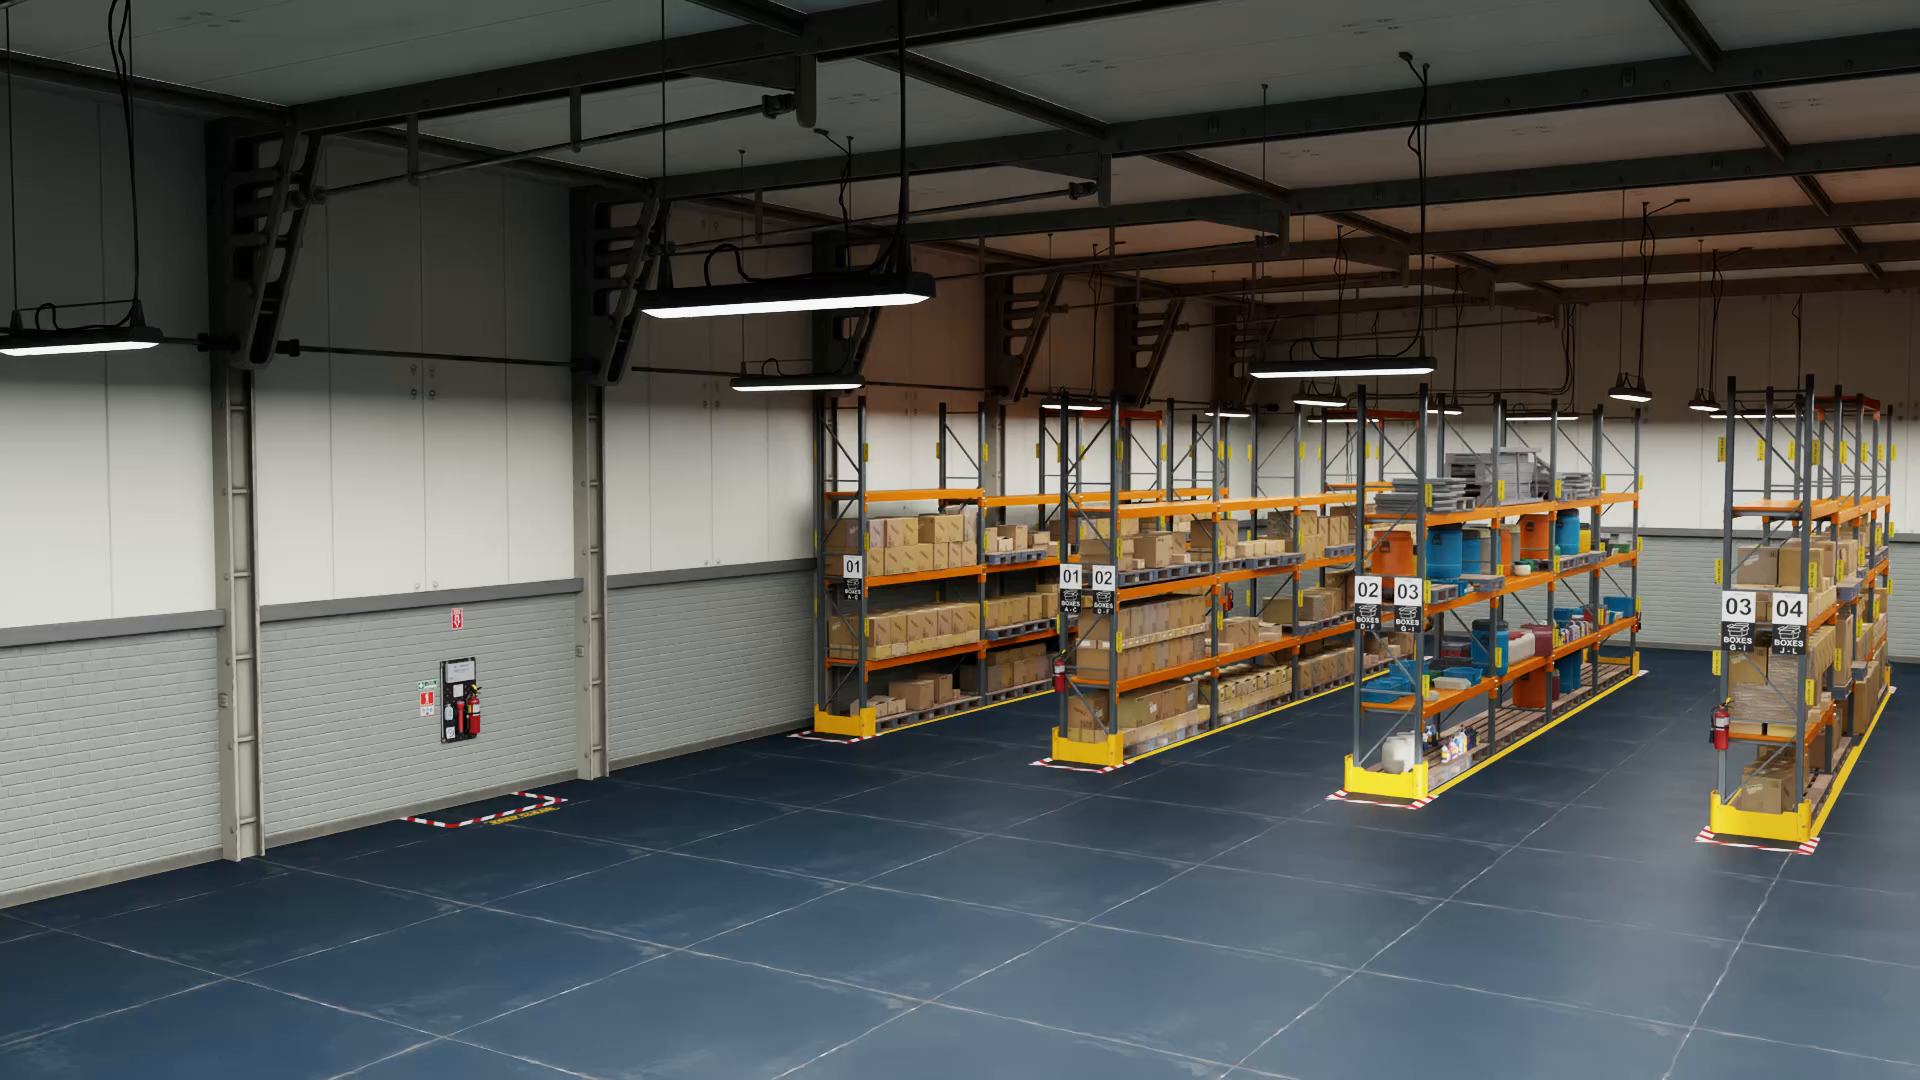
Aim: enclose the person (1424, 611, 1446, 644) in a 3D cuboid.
[{"bbox_3d":[12.336,1.831,43.371,0.645,1.768,0.738,-2,4,-37],"label":"person"}]
